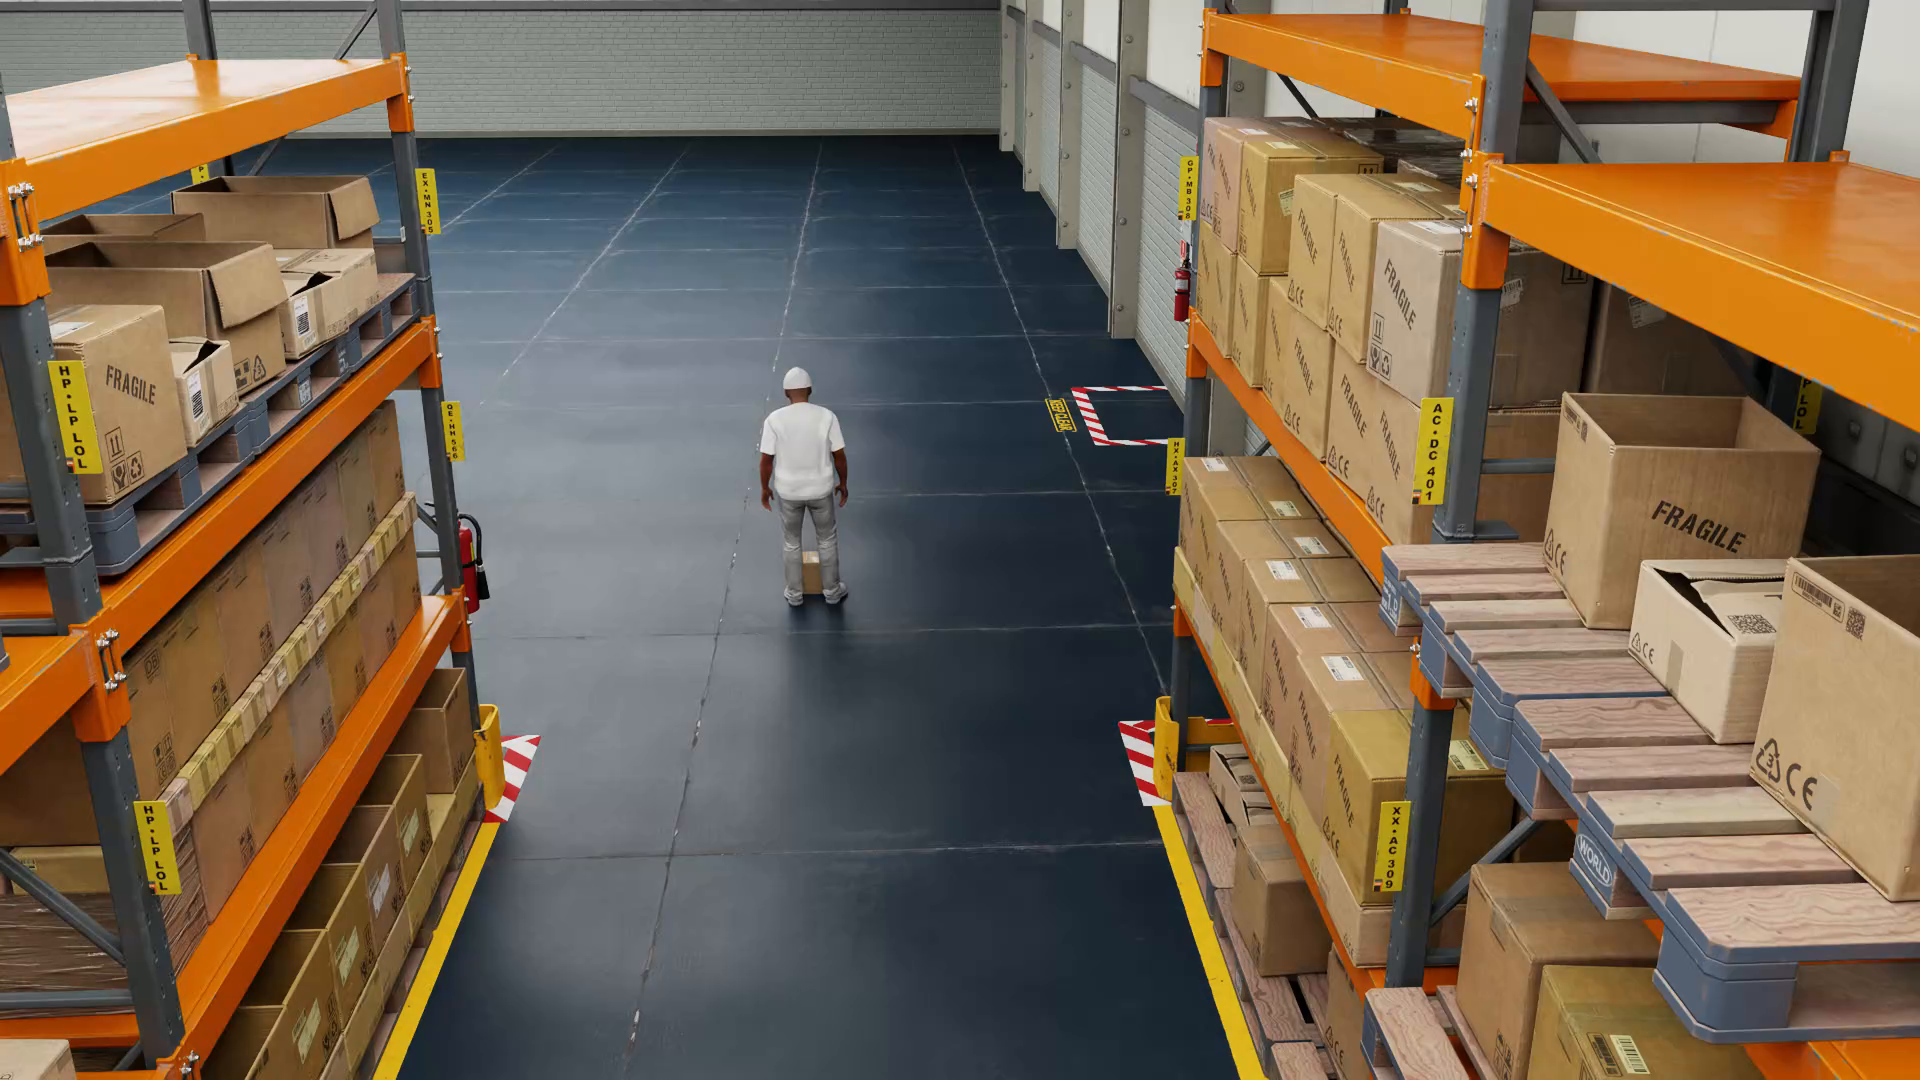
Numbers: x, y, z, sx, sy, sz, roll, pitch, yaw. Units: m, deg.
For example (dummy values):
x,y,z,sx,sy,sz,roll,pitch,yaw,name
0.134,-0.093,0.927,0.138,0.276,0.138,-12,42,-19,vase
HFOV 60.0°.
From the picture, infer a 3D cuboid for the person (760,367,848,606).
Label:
x,y,z,sx,sy,sz,roll,pitch,yaw,name
-1.131,-0.382,12.086,0.635,1.760,0.455,-2,20,-6,person
